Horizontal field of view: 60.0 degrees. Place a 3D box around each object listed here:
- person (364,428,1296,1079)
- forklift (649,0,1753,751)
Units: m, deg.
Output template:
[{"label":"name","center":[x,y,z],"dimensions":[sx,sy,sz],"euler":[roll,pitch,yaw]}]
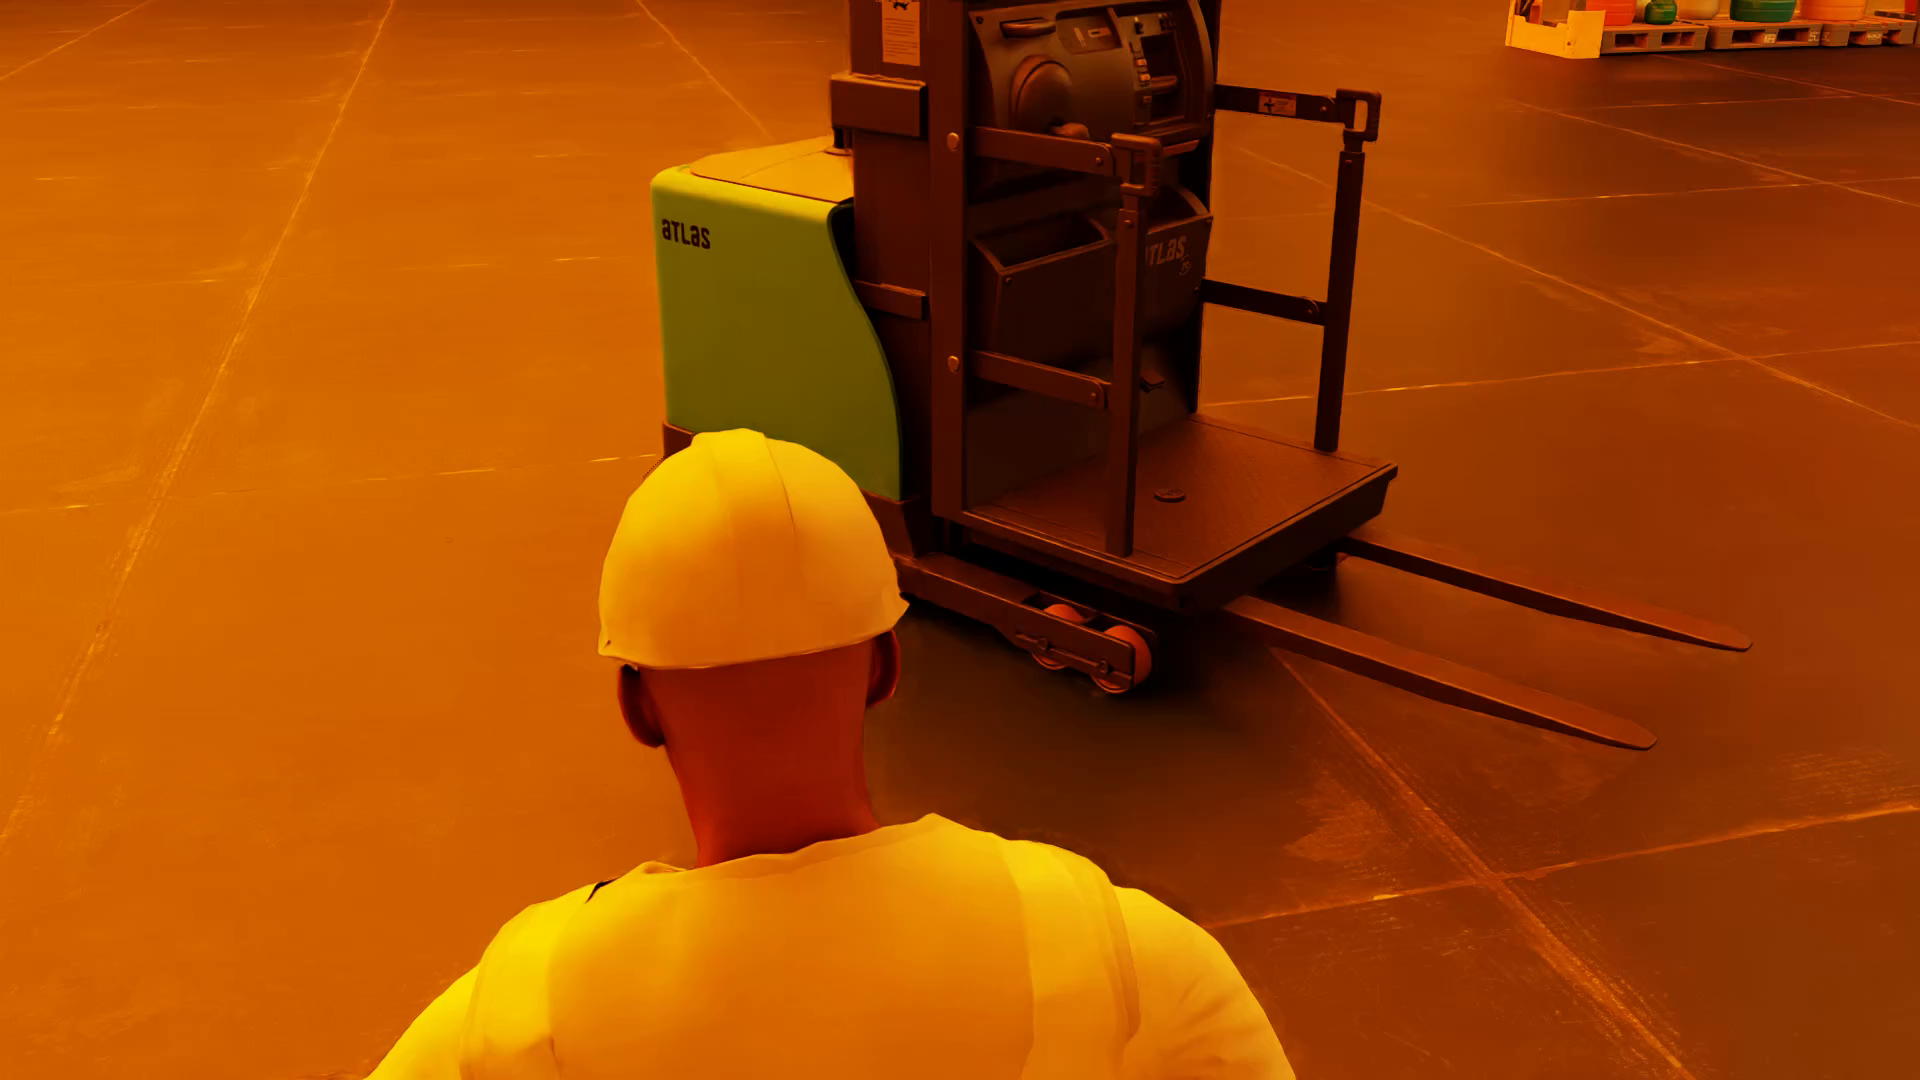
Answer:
[{"label":"person","center":[-0.119,0.675,1.415],"dimensions":[1.016,1.638,0.668],"euler":[-1,23,-3]},{"label":"forklift","center":[0.515,-1.198,4.125],"dimensions":[3.031,2.935,1.130],"euler":[19,30,37]}]
